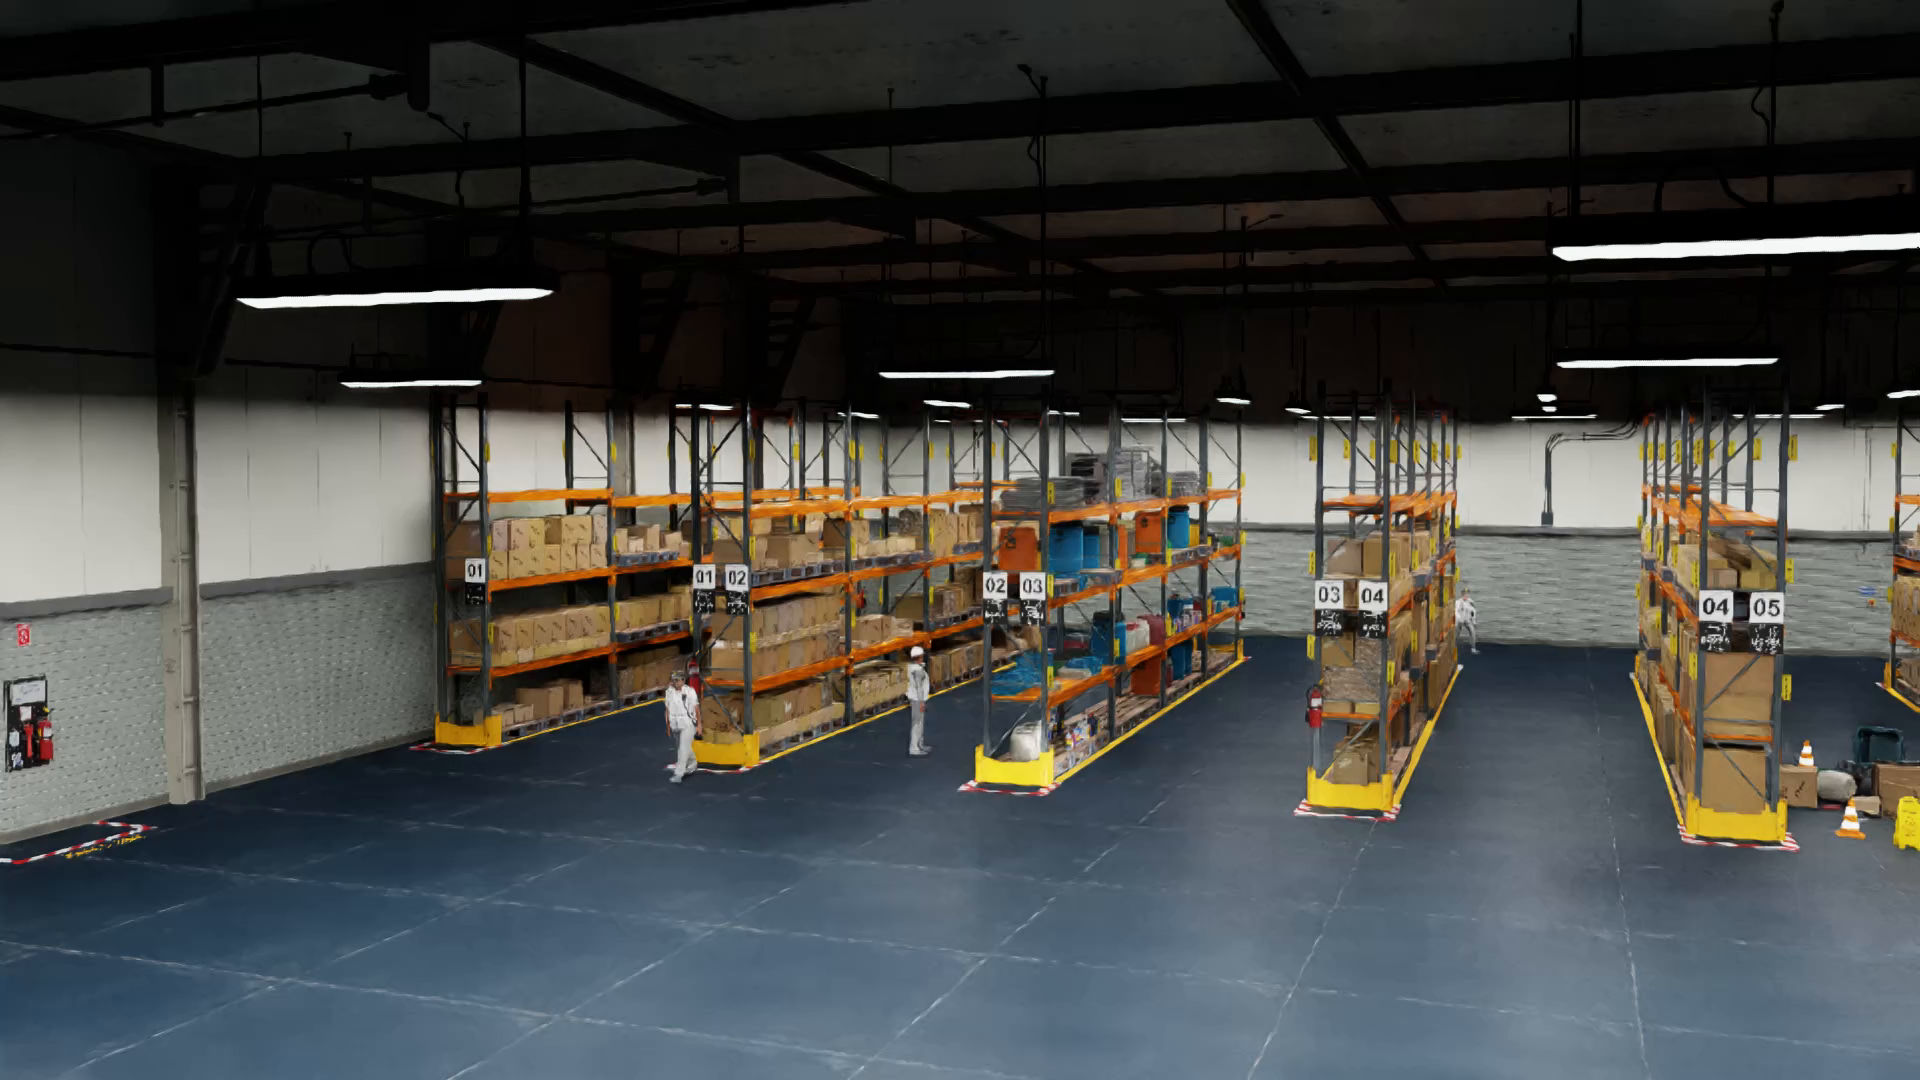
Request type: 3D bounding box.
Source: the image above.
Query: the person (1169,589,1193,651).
[{"bbox_3d":[5.492,2.003,41.358,0.824,1.602,0.604,-2,4,-33],"label":"person"}]

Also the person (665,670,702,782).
[{"bbox_3d":[-4.258,2.798,25.322,0.542,1.675,1.126,1,3,22],"label":"person"}]

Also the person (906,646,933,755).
[{"bbox_3d":[-0.657,2.641,27.501,0.447,1.771,0.586,-1,3,-10],"label":"person"}]

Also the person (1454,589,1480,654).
[{"bbox_3d":[12.500,1.993,41.221,0.630,1.608,0.811,0,3,3],"label":"person"}]
